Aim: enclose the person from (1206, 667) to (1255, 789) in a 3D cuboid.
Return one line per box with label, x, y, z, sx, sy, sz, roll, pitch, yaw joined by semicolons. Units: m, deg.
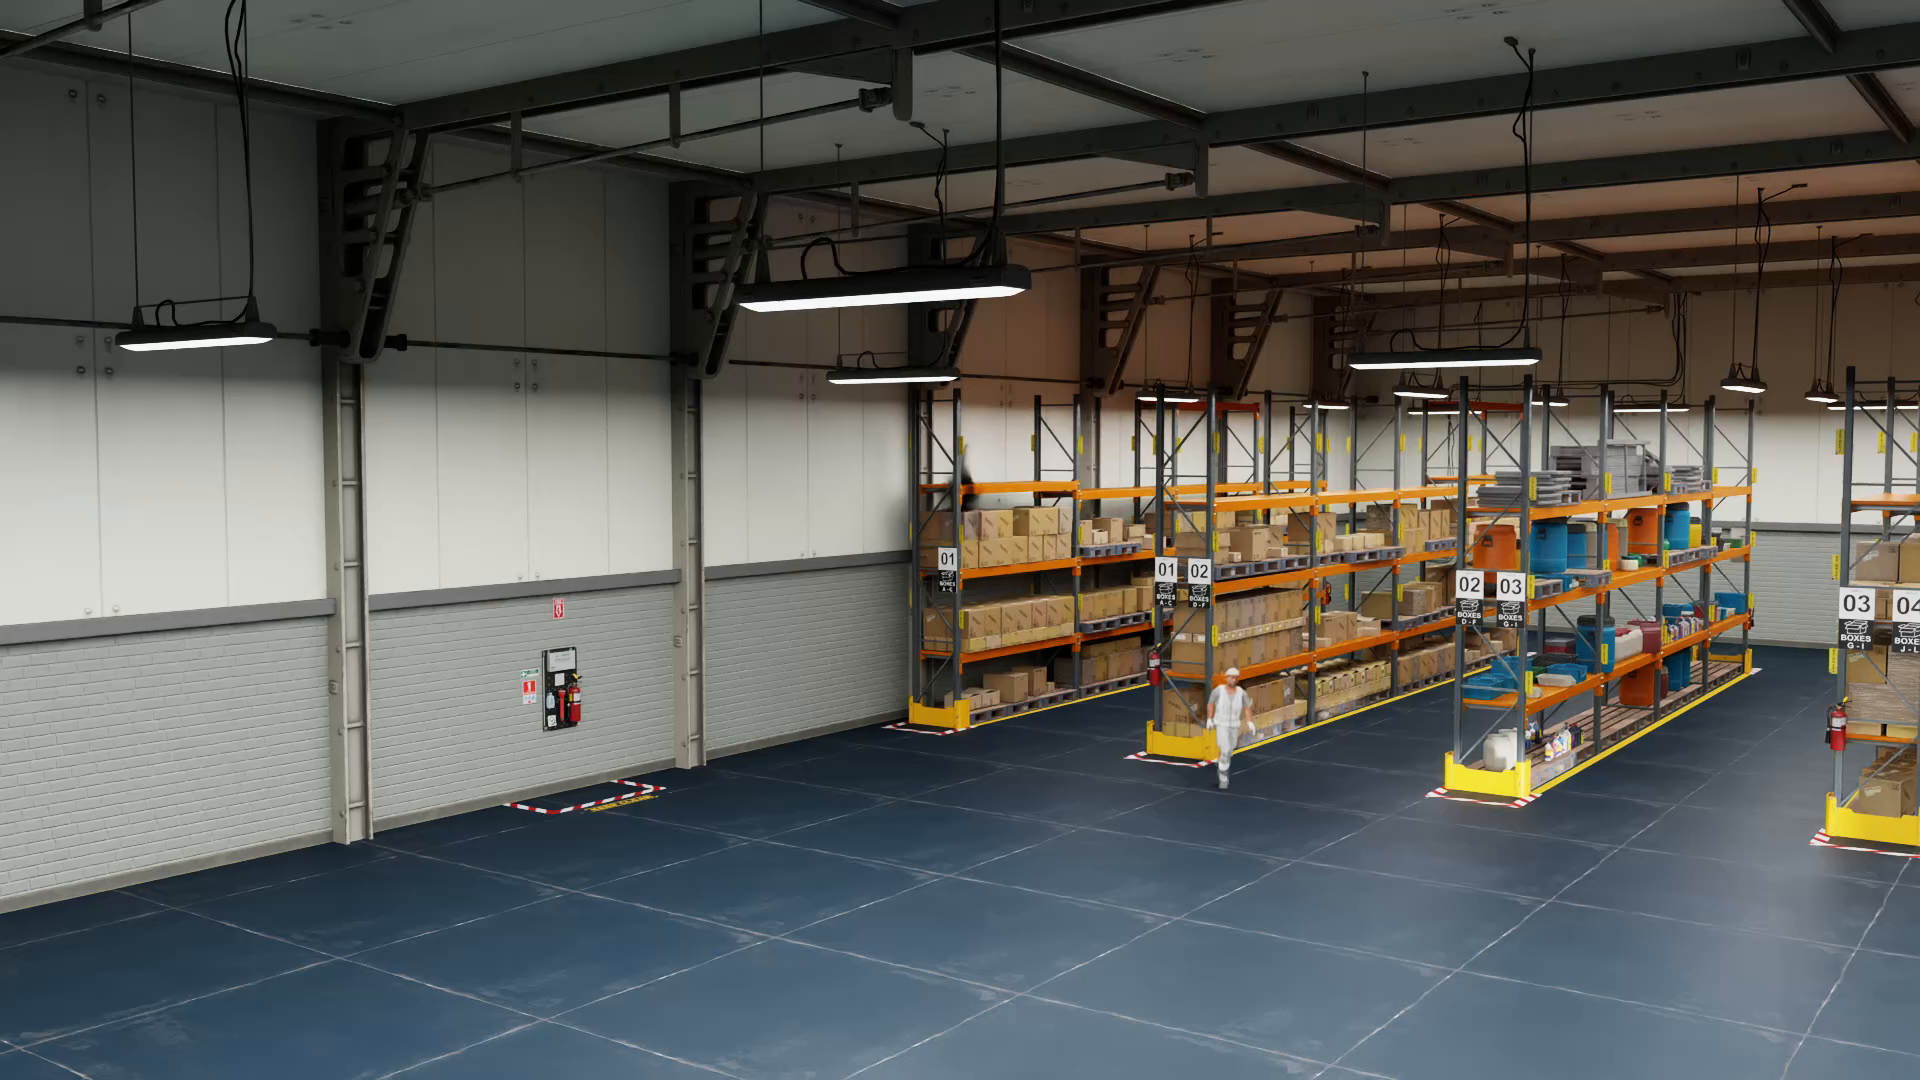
person;3.926;2.715;24.265;0.576;1.745;0.755;-1;3;-14
